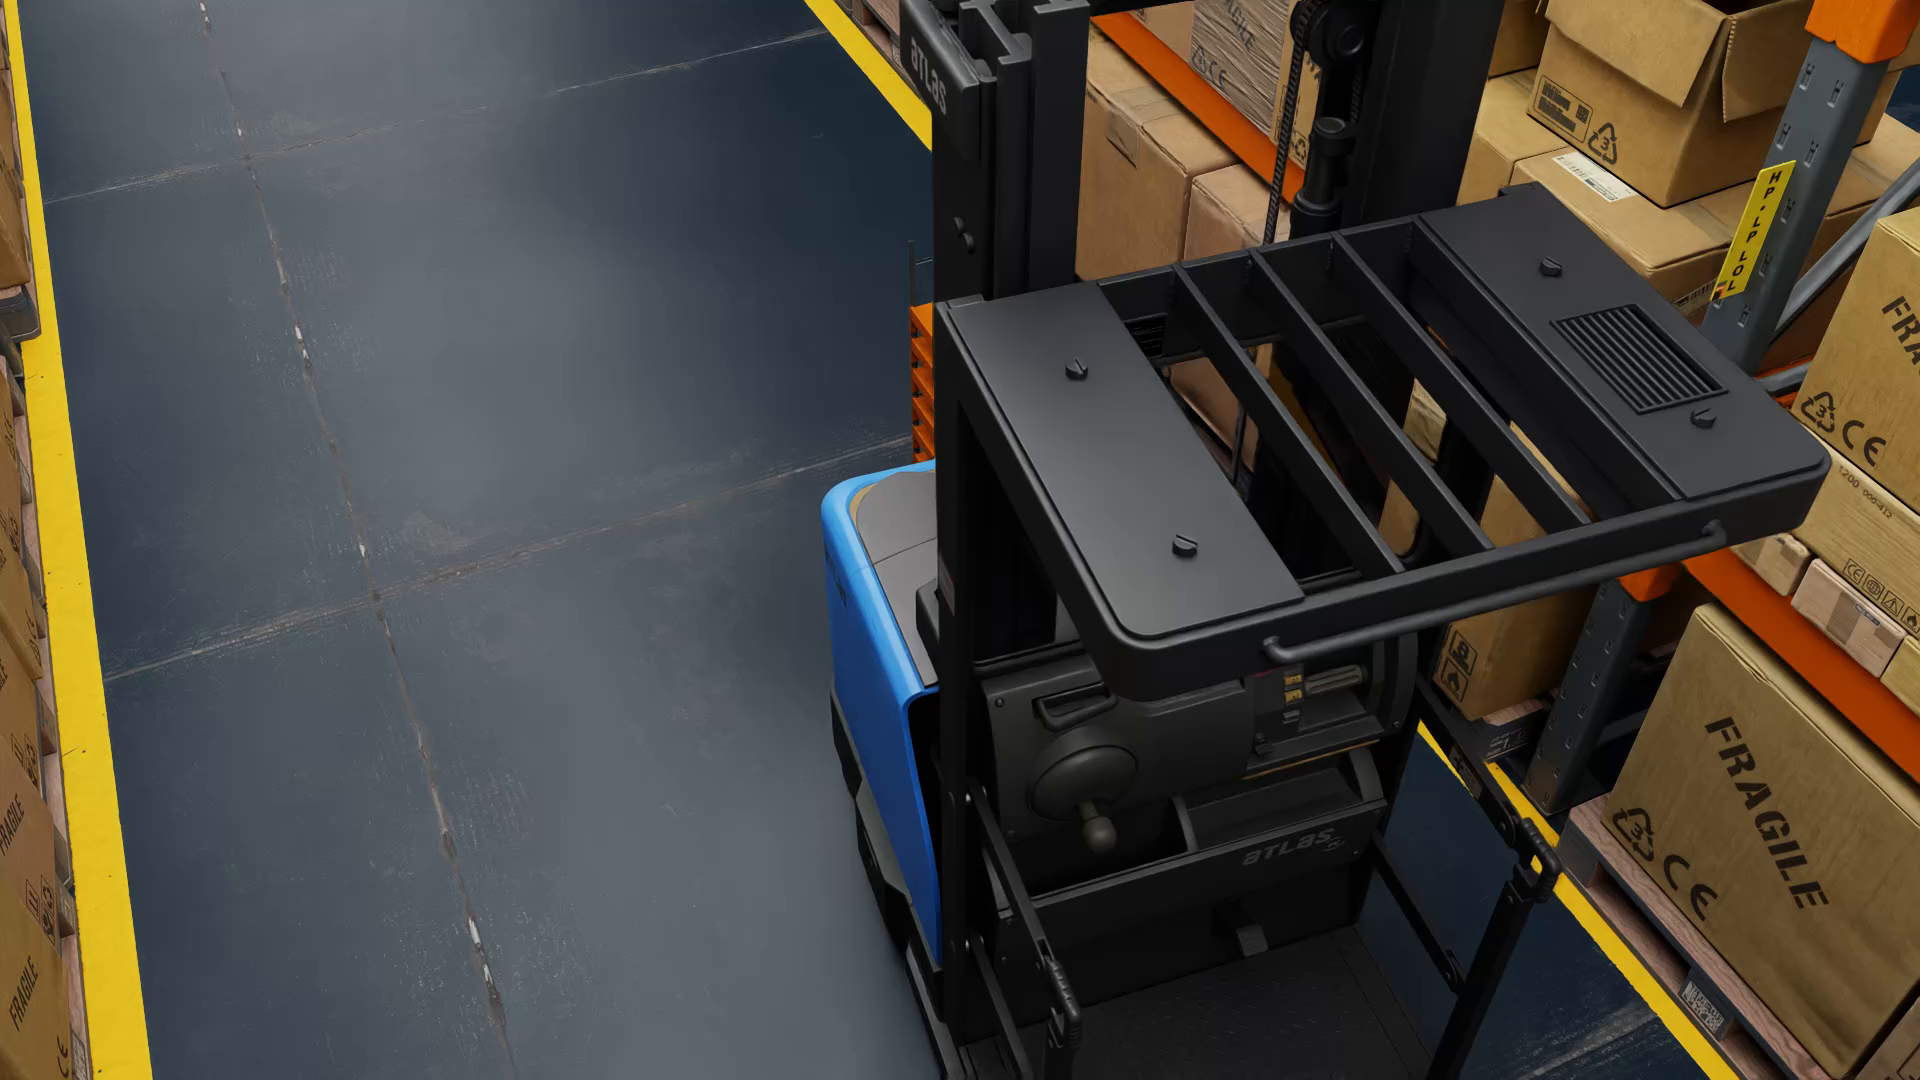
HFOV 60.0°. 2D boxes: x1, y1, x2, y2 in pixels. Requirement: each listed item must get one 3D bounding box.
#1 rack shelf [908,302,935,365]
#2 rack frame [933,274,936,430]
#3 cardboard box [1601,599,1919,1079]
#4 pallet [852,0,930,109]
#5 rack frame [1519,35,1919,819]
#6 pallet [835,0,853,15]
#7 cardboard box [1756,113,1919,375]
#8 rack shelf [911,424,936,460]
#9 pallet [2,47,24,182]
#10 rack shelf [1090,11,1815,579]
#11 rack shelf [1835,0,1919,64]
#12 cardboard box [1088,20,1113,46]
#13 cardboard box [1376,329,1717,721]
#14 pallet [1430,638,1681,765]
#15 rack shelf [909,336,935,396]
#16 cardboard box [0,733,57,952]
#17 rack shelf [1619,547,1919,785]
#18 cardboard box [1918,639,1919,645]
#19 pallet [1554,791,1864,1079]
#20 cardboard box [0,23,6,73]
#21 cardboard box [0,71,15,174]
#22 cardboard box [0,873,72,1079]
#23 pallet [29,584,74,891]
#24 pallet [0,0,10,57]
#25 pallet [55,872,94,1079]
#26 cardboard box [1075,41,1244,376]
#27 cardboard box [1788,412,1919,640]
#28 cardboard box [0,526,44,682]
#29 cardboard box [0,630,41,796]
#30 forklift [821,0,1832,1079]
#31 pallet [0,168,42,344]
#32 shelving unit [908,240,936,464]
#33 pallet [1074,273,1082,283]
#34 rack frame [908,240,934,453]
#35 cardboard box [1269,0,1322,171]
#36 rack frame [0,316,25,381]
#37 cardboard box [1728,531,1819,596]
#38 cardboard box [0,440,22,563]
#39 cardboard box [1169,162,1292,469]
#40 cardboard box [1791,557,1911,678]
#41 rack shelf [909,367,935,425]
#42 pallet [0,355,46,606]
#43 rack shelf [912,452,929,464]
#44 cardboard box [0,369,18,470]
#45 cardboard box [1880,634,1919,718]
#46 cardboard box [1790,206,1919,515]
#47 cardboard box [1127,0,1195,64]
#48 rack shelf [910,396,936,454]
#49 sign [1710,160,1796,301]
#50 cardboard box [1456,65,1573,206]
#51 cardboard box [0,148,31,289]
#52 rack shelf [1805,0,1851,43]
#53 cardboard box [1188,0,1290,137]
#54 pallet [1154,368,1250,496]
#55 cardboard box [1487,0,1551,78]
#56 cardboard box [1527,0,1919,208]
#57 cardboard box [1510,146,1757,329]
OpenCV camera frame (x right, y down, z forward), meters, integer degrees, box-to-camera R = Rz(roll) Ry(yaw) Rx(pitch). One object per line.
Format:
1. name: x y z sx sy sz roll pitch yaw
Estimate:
1. rack shelf: -0.006 -0.661 5.116 0.258 0.103 0.180 -18 47 -17
2. rack frame: 0.032 -0.378 5.279 0.240 1.200 0.006 -18 47 -17
3. cardboard box: 2.363 0.621 4.199 0.875 0.875 0.875 -18 47 -17
4. pallet: 0.149 -2.485 8.118 1.003 0.211 1.213 -18 47 -17
5. rack frame: 2.159 -0.430 4.050 1.000 3.000 0.127 -18 47 -17
6. pallet: -0.360 -3.261 8.905 1.003 0.211 1.213 -18 47 -17
7. cardboard box: 2.192 -0.833 4.387 0.500 0.500 0.500 -18 47 -17
8. rack shelf: -0.006 -0.319 5.453 0.258 0.103 0.180 -18 47 -17
9. pallet: -4.838 -1.887 7.512 1.003 0.211 1.213 -18 47 -17
10. rack shelf: 1.318 -1.449 5.595 1.077 0.370 4.000 -18 47 -17
11. rack shelf: 2.999 0.033 1.958 1.077 0.370 4.000 -18 47 -17
12. cardboard box: 0.748 -1.927 6.781 1.225 0.875 0.875 -20 48 -19
13. cardboard box: 1.871 -0.225 5.056 1.225 0.875 0.875 -18 47 -17
14. pallet: 1.766 0.093 5.506 1.003 0.211 1.213 -18 47 -17
15. rack shelf: -0.006 -0.576 5.201 0.258 0.103 0.180 -18 47 -17
16. cardboard box: -2.678 0.825 4.259 0.500 0.500 0.500 -16 47 -16
17. rack shelf: 2.999 1.100 3.011 1.077 0.370 4.000 -18 47 -17
18. cardboard box: 2.323 0.212 3.294 0.500 0.250 0.500 -18 47 -18
19. pallet: 2.407 1.070 4.515 1.003 0.211 1.213 -18 47 -17
20. cardboard box: -5.003 -2.492 7.442 1.050 0.750 0.750 -18 47 -17
21. cardboard box: -4.611 -1.898 6.841 1.050 0.750 0.750 -17 47 -17
22. cardboard box: -2.454 1.161 3.918 0.500 0.500 0.500 -16 47 -16
23. pallet: -3.230 0.688 4.902 1.003 0.211 1.213 -18 47 -17
24. pallet: -5.355 -2.666 8.301 1.003 0.211 1.213 -18 47 -17
25. pallet: -2.713 1.467 4.113 1.003 0.211 1.213 -18 47 -17
26. cardboard box: 1.116 -1.356 6.203 1.225 0.875 0.875 -18 47 -17
27. cardboard box: 2.118 -0.106 3.617 0.500 0.250 0.500 -19 48 -18
28. cardboard box: -3.100 0.168 4.925 0.500 0.500 0.500 -20 48 -19
29. cardboard box: -2.911 0.495 4.594 0.500 0.500 0.500 -17 47 -17
30. forklift: 0.571 0.445 3.212 1.130 2.935 3.031 -13 46 -13
31. pallet: -4.329 -1.111 6.726 1.003 0.211 1.213 -18 47 -17
32. shelving unit: -0.006 -0.436 5.338 0.258 1.200 0.189 -18 47 -17
33. pallet: 0.740 -1.462 7.081 1.003 0.211 1.213 -18 47 -17
34. rack frame: -0.045 -0.495 5.397 0.240 1.200 0.006 -18 47 -17
35. cardboard box: 1.286 -1.331 4.893 0.500 0.500 0.500 -19 48 -18
36. rack frame: -4.066 -1.579 5.214 1.000 3.000 0.127 -18 47 -17
37. cardboard box: 1.981 -0.054 3.848 0.380 0.149 0.250 -18 47 -17
38. cardboard box: -3.337 -0.164 5.262 0.500 0.500 0.500 -16 47 -16
39. cardboard box: 1.495 -0.795 5.633 1.225 0.875 0.875 -20 48 -19
40. cardboard box: 2.092 0.113 3.678 0.380 0.149 0.250 -20 48 -19
41. rack shelf: -0.006 -0.490 5.285 0.258 0.103 0.180 -18 47 -17
42. pallet: -3.739 -0.088 5.689 1.003 0.211 1.213 -18 47 -17
43. rack shelf: -0.006 -0.234 5.538 0.258 0.103 0.180 -18 47 -17
44. cardboard box: -3.552 -0.496 5.598 0.500 0.500 0.500 -18 47 -18
45. cardboard box: 2.203 0.281 3.508 0.380 0.149 0.250 -17 47 -16
46. cardboard box: 2.128 -0.369 3.349 0.500 0.500 0.500 -18 47 -17
47. cardboard box: 0.872 -1.971 5.541 0.500 0.500 0.500 -19 48 -18
48. rack shelf: -0.006 -0.405 5.369 0.258 0.103 0.180 -18 47 -17
49. sign: 1.670 -0.648 3.503 0.100 0.325 0.005 -18 47 -17
50. cardboard box: 1.512 -1.001 4.557 0.500 0.500 0.500 -17 47 -16
51. cardboard box: -4.240 -1.342 6.277 1.050 0.750 0.750 -19 48 -18
52. rack shelf: 1.318 -2.516 4.541 1.077 0.370 4.000 -18 47 -17
53. cardboard box: 1.080 -1.652 5.218 0.500 0.500 0.500 -18 47 -17
54. pallet: 1.249 -0.686 6.295 1.003 0.211 1.213 -18 47 -17
55. cardboard box: 1.604 -1.668 4.520 0.797 0.503 0.637 -18 47 -17
56. cardboard box: 1.882 -1.228 4.073 0.797 0.503 0.637 -19 48 -18
57. cardboard box: 1.714 -0.683 4.236 0.500 0.500 0.500 -18 47 -17
